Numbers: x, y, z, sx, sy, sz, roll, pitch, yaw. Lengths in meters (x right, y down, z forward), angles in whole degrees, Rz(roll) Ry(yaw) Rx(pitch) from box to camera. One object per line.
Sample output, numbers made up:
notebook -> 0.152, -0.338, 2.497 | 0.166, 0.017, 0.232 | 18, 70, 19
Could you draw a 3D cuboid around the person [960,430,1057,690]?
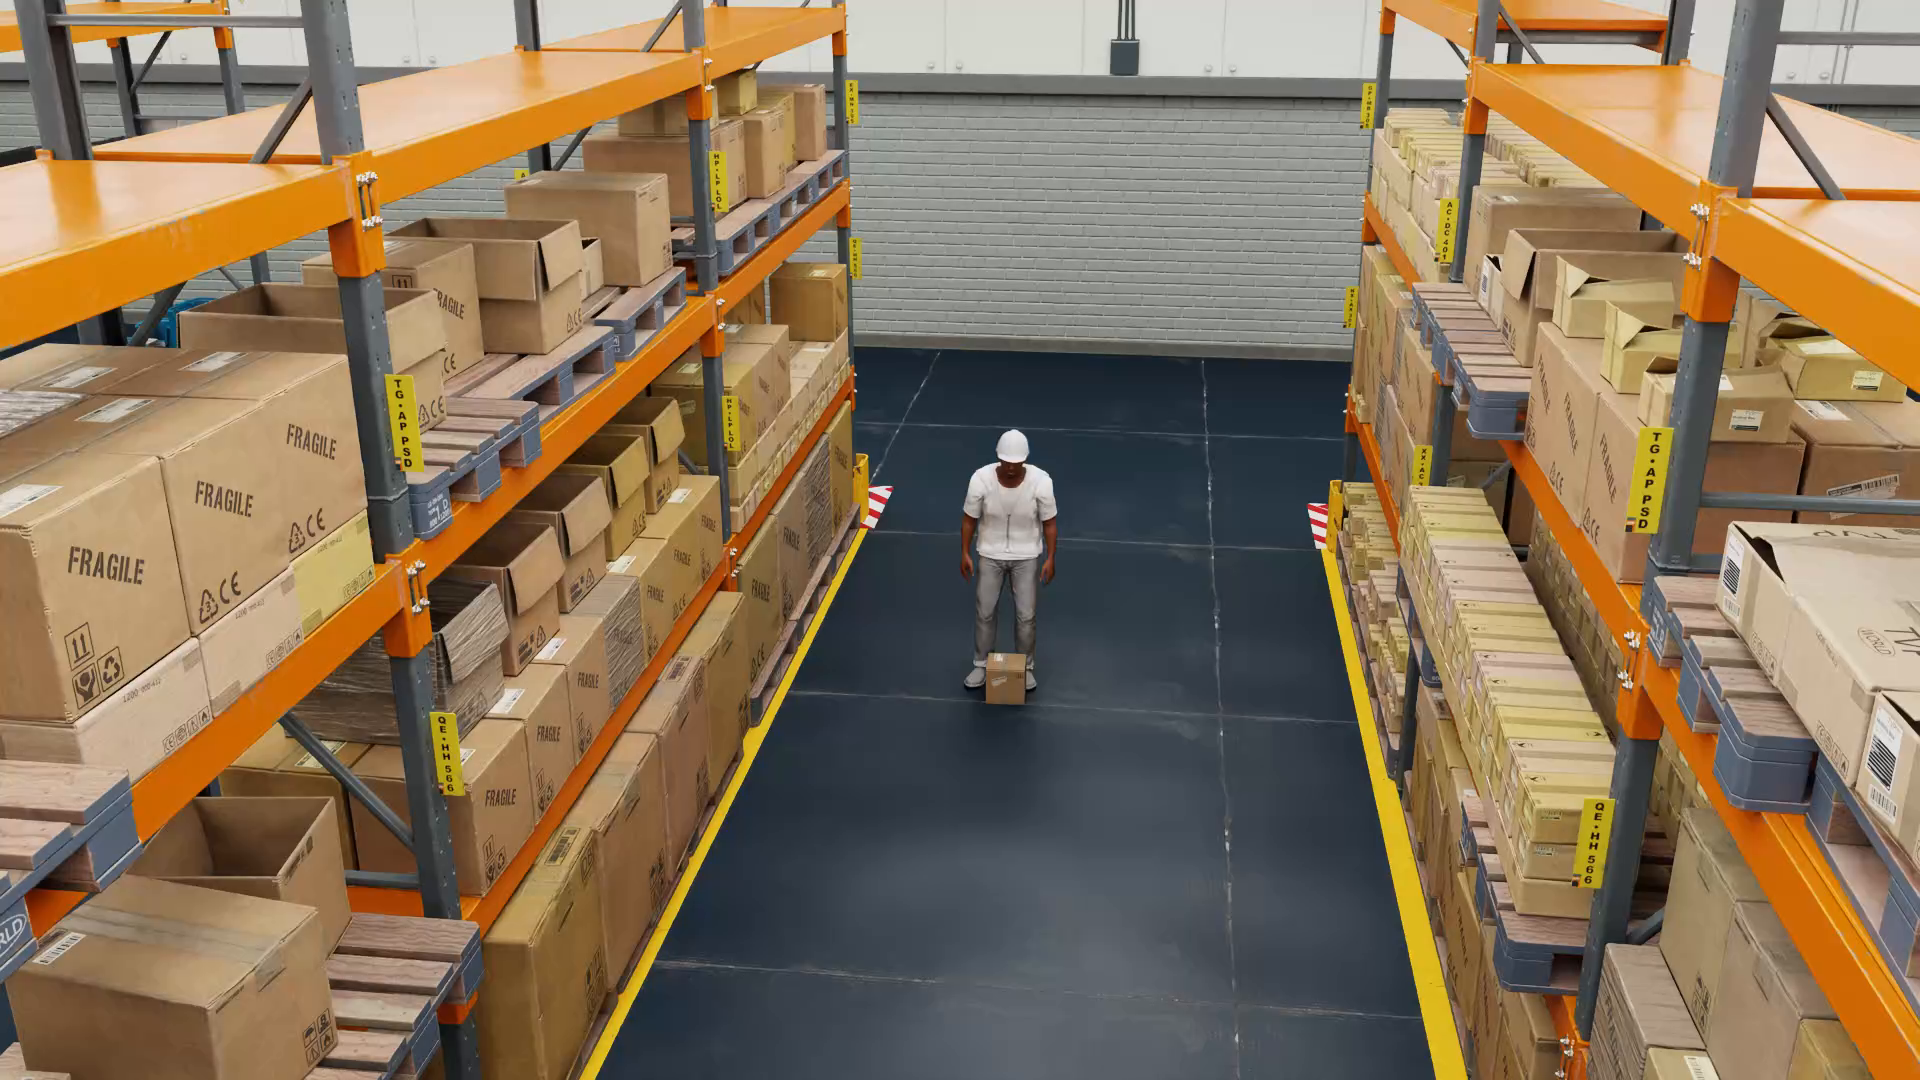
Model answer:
person -> 0.311, 0.116, 10.756 | 0.626, 1.760, 0.458 | 2, 21, 5
